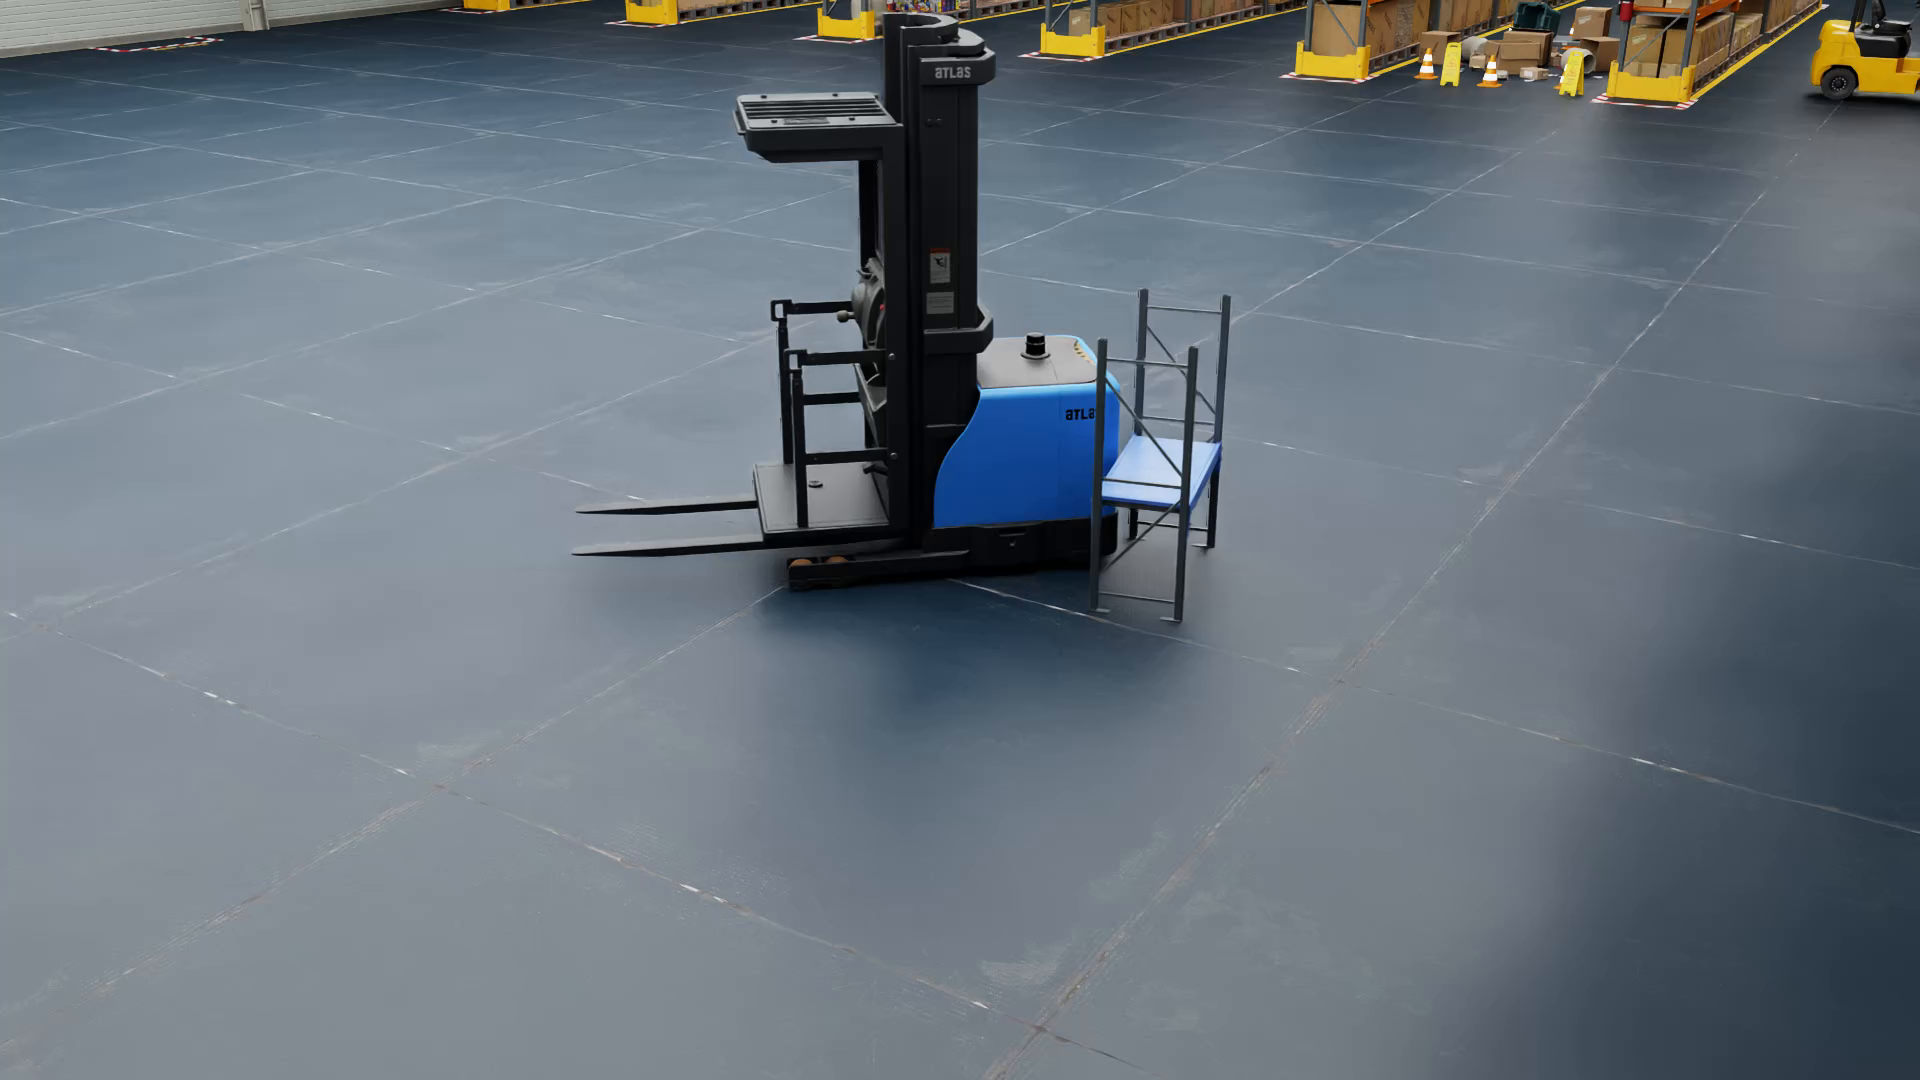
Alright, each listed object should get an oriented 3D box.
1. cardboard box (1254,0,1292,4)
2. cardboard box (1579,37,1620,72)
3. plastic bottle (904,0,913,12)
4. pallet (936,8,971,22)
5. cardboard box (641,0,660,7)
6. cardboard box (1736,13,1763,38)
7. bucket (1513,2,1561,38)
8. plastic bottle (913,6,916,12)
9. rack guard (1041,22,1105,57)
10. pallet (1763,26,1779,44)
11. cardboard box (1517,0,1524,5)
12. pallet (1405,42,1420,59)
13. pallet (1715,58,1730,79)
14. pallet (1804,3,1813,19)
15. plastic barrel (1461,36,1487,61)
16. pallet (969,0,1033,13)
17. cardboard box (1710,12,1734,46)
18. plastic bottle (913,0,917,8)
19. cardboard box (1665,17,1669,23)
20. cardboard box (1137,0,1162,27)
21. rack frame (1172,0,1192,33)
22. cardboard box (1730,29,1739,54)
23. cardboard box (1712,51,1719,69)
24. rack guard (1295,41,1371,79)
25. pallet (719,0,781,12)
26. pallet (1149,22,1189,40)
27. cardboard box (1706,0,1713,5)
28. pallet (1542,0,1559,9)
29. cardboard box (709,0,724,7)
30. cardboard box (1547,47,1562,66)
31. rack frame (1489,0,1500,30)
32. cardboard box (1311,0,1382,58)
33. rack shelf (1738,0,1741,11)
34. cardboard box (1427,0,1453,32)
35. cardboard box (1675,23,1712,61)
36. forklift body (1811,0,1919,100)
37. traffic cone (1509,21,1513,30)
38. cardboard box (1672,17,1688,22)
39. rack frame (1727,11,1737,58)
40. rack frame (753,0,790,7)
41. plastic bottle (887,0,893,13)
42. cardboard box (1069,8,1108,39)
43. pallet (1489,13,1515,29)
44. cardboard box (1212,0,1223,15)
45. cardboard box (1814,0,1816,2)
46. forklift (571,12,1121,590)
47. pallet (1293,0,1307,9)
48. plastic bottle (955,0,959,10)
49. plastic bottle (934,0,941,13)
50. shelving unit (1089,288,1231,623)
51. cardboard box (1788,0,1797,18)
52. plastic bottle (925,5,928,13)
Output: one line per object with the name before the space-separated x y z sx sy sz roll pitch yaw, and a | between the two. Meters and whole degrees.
cardboard box | 6.592 -12.290 36.510 1.225 0.875 0.875 12 26 27
cardboard box | 10.798 -8.195 28.047 0.500 0.500 0.500 -7 24 -17
plastic bottle | -1.071 -11.068 34.417 0.152 0.276 0.135 14 27 29
pallet | -0.498 -11.034 34.973 1.003 0.211 1.213 14 27 29
cardboard box | -6.392 -11.395 35.228 0.500 0.250 0.500 14 27 29
cardboard box | 14.322 -9.565 30.849 0.950 0.372 0.625 12 26 25
bucket | 10.147 -9.086 29.171 0.620 0.611 0.726 -6 22 -39
plastic bottle | -0.942 -10.681 33.615 0.097 0.201 0.097 0 23 0
rack guard | 2.030 -9.022 29.962 1.175 0.500 0.348 14 27 29
pallet | 15.109 -9.738 31.978 1.003 0.211 1.213 14 27 29
cardboard box | 11.489 -11.346 34.801 0.500 0.500 0.500 13 27 28
pallet | 7.793 -8.900 30.044 1.003 0.211 1.213 14 27 29
pallet | 12.195 -7.903 27.741 1.003 0.211 1.213 14 27 29
pallet | 17.849 -11.491 36.028 1.003 0.211 1.213 14 27 29
plastic barrel | 8.965 -8.534 28.929 0.421 0.421 0.512 -7 24 -17
pallet | 0.916 -11.939 37.062 1.003 0.211 1.213 14 27 29
cardboard box | 12.435 -8.436 27.450 0.500 0.500 0.500 13 27 28
plastic bottle | -0.986 -11.269 34.785 0.144 0.351 0.185 13 26 27
cardboard box | 10.882 -8.187 26.058 0.380 0.149 0.250 14 27 30
cardboard box | 3.559 -10.218 32.195 0.500 0.500 0.500 -18 29 -36
rack frame | 4.100 -11.494 32.525 1.000 3.000 0.127 14 27 29
cardboard box | 12.794 -8.581 28.576 0.950 0.372 0.625 14 27 30
cardboard box | 11.891 -7.740 26.785 0.500 0.250 0.500 14 27 30
rack guard | 6.138 -7.915 27.404 1.175 0.500 0.348 14 27 29
pallet | -4.769 -12.032 37.277 1.003 0.211 1.213 14 27 29
pallet | 3.776 -9.980 32.538 1.003 0.211 1.213 14 27 29
cardboard box | 11.267 -8.260 25.370 0.380 0.149 0.250 14 27 30
pallet | 12.805 -12.075 37.377 1.003 0.211 1.213 14 27 29
cardboard box | -5.427 -11.624 35.759 0.500 0.250 0.500 14 27 29
cardboard box | 10.266 -8.337 28.674 0.258 0.266 0.396 -3 24 -7
rack frame | 10.370 -11.770 33.163 1.000 3.000 0.127 14 27 29
cardboard box | 6.452 -8.531 27.825 0.875 0.875 0.875 14 27 29
rack shelf | 13.574 -9.762 29.429 1.077 0.370 4.000 14 27 29
cardboard box | 8.511 -9.809 30.936 1.050 0.750 0.750 14 27 29
cardboard box | 11.354 -7.742 25.846 0.500 0.500 0.500 13 26 27
forklift body | 14.078 -7.661 24.739 2.313 2.155 1.214 14 27 29
traffic cone | 10.251 -9.392 30.863 0.336 0.463 0.334 14 27 29
cardboard box | 11.431 -8.192 26.885 0.500 0.500 0.500 15 28 32
rack frame | 12.519 -9.417 27.727 1.000 3.000 0.127 14 27 29
rack frame | -4.314 -13.571 37.323 1.000 3.000 0.127 14 27 29
plastic bottle | -1.465 -10.925 34.085 0.152 0.276 0.135 14 27 29
cardboard box | 2.334 -9.397 30.298 0.500 0.500 0.500 20 30 38
pallet | 10.784 -10.754 34.326 1.003 0.211 1.213 14 27 29
cardboard box | 5.004 -11.097 34.201 0.700 0.500 0.500 11 26 24
cardboard box | 18.586 -12.240 36.946 0.875 0.438 0.875 13 27 27
forklift | -0.675 -1.298 9.060 3.031 2.935 1.130 -4 24 -9
pallet | 7.334 -12.225 37.723 1.003 0.211 1.213 14 27 29
plastic bottle | -0.081 -11.256 34.840 0.061 0.283 0.133 15 28 32
plastic bottle | -0.474 -11.066 34.318 0.144 0.351 0.185 14 27 29
shelving unit | 1.083 -0.480 8.971 0.538 1.500 1.048 7 24 16
cardboard box | 16.480 -11.109 33.781 0.875 0.875 0.875 15 27 31
plastic bottle | -0.711 -10.829 33.957 0.097 0.201 0.097 0 23 0
